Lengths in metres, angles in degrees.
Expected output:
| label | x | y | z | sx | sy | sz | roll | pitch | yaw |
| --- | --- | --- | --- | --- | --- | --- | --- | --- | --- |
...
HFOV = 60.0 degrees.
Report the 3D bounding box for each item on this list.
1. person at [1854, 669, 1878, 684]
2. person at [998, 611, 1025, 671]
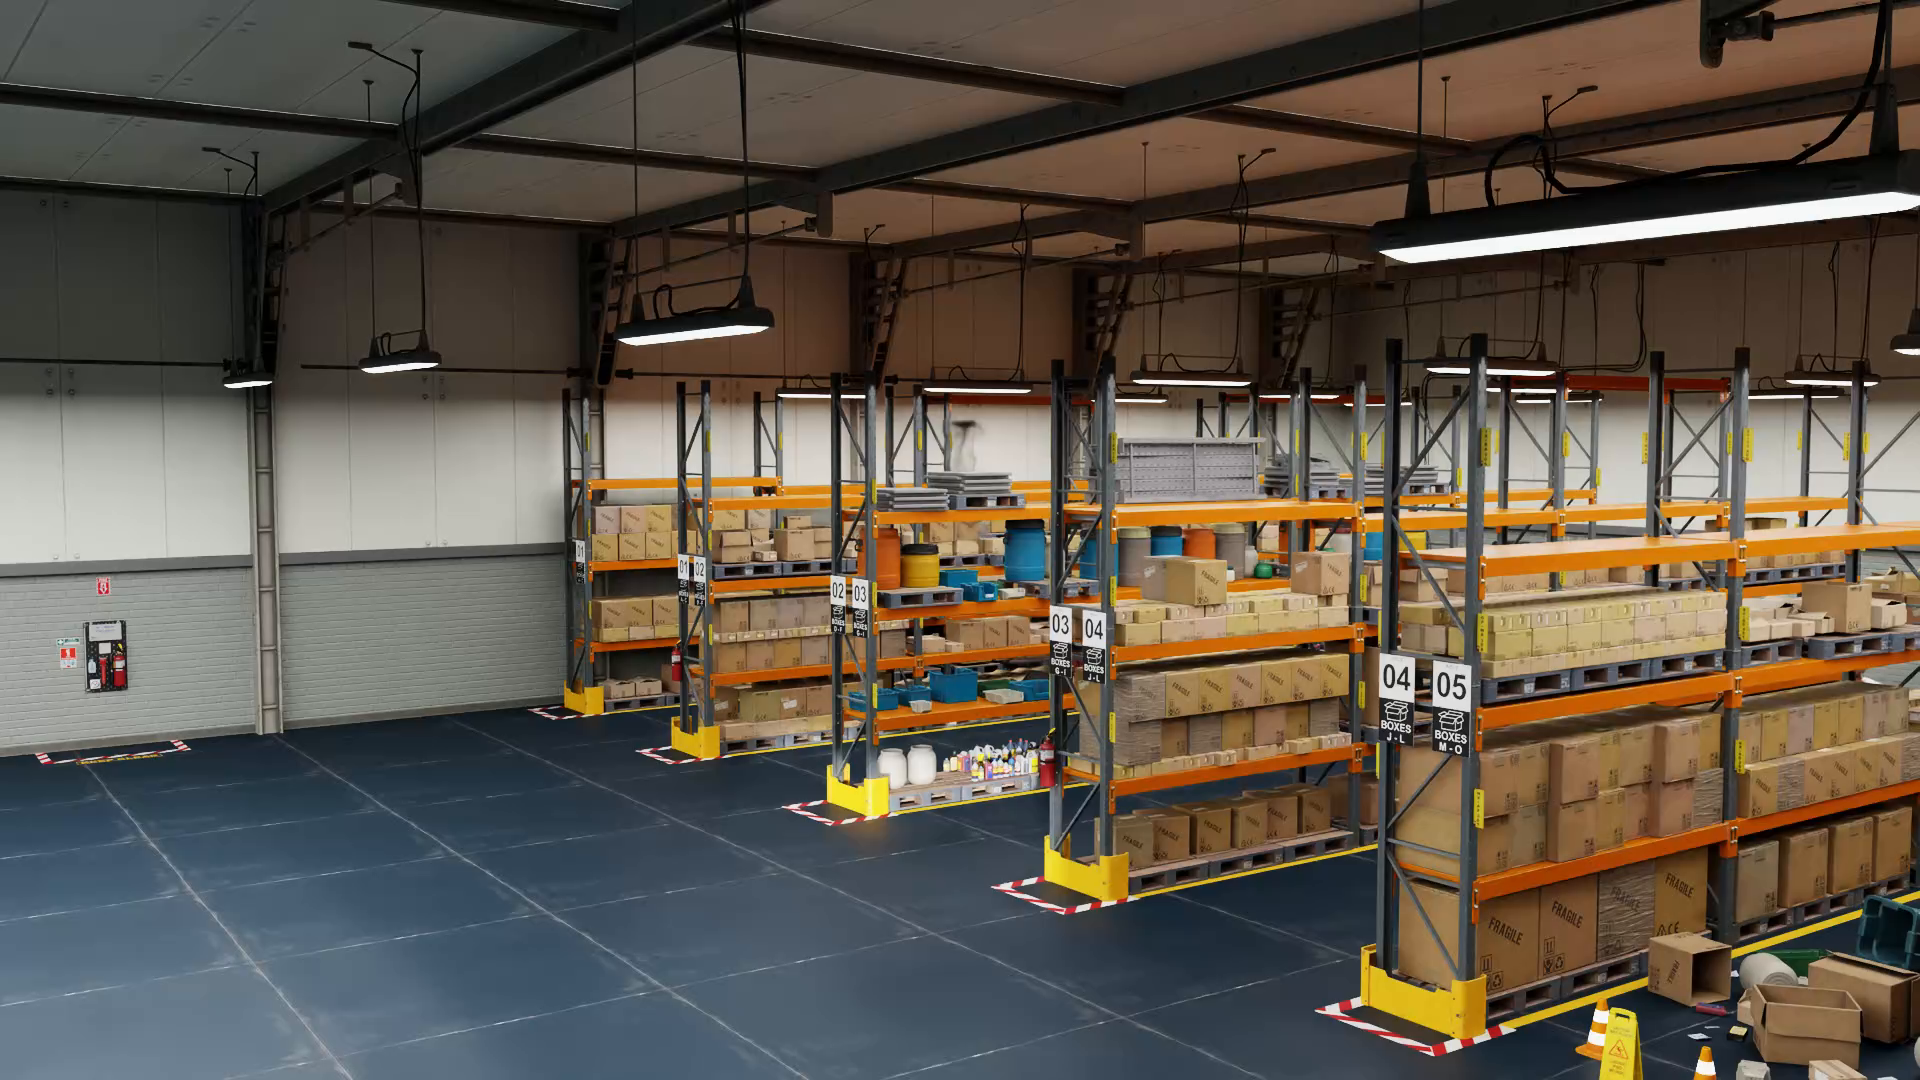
| label | x | y | z | sx | sy | sz | roll | pitch | yaw |
| --- | --- | --- | --- | --- | --- | --- | --- | --- | --- |
| person | 13.634 | 2.681 | 25.333 | 0.582 | 1.723 | 0.700 | -3 | 4 | -35 |
| person | 0.996 | 2.168 | 34.083 | 0.722 | 1.646 | 0.649 | -2 | 4 | -34 |
